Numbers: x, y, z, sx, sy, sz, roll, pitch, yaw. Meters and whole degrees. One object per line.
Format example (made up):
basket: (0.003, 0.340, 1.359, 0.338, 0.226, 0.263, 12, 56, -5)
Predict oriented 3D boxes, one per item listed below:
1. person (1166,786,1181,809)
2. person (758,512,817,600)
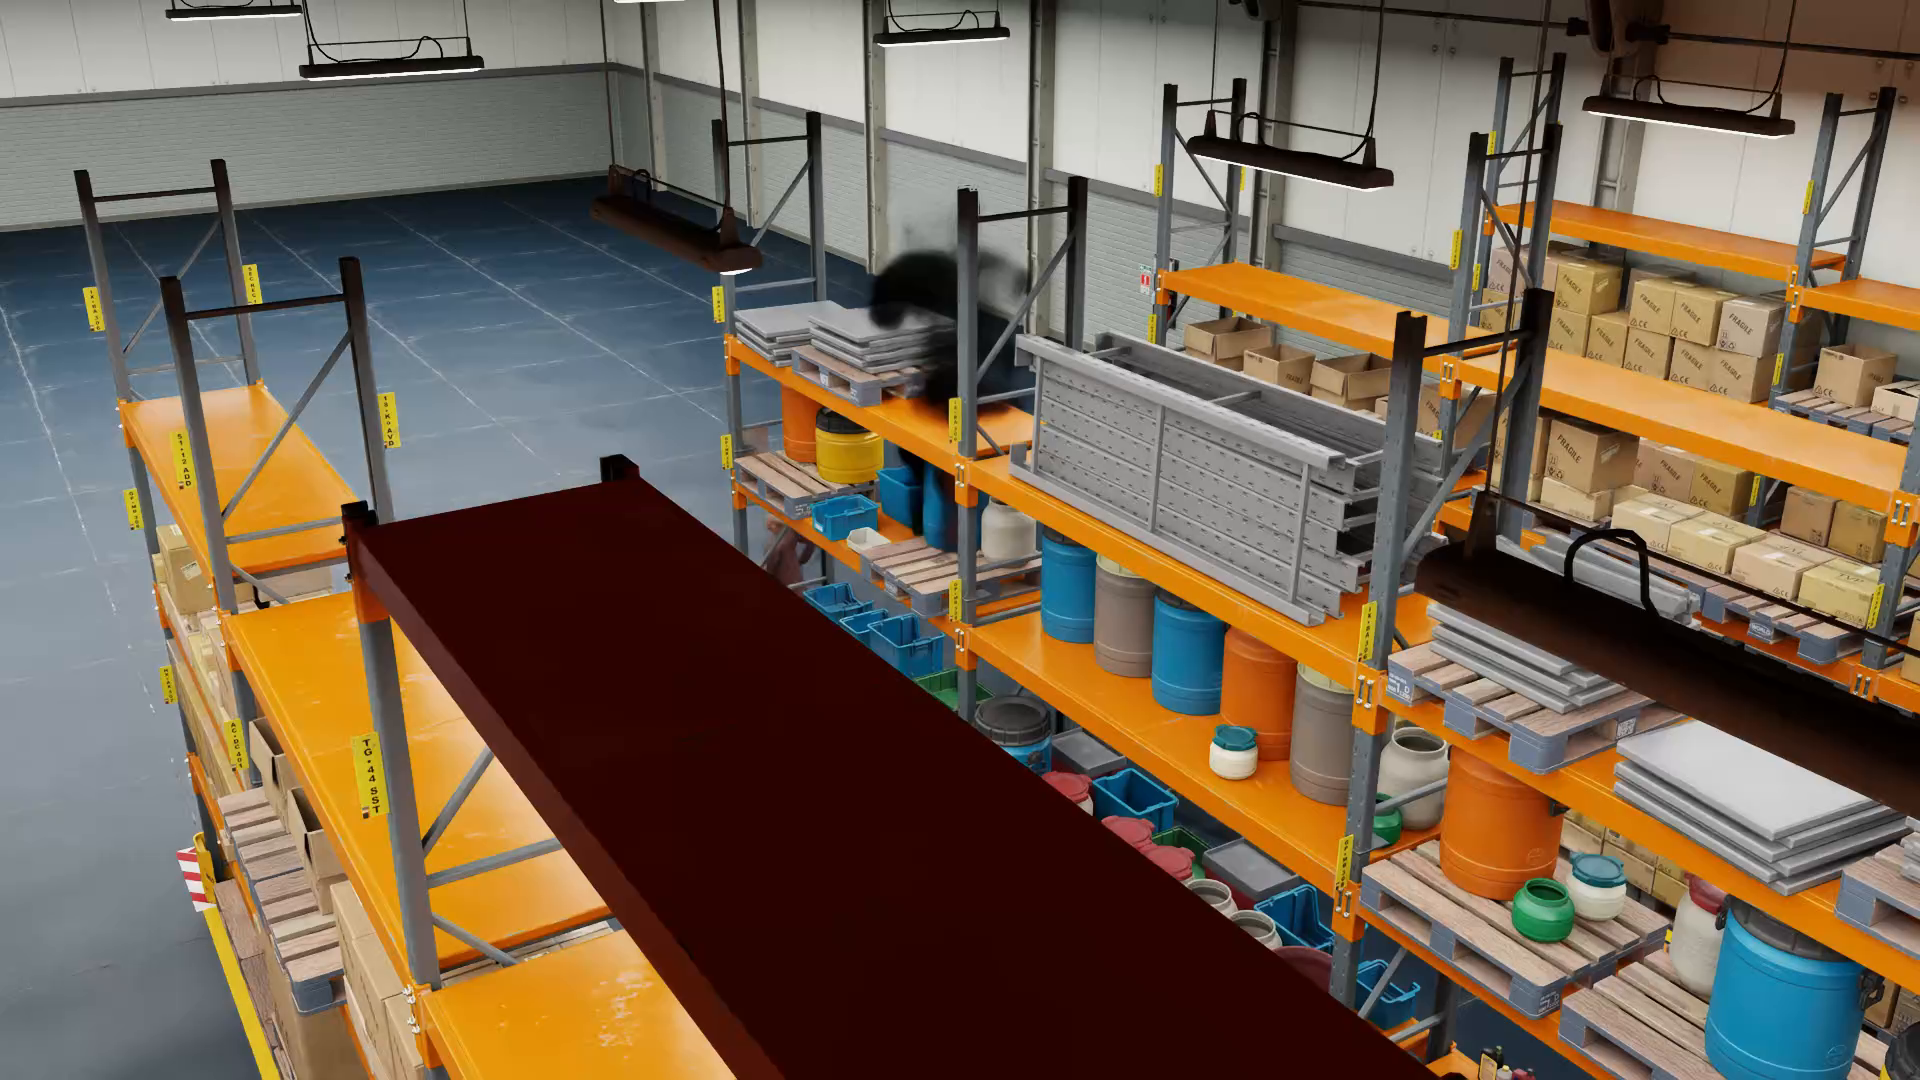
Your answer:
person: (2.126, 1.709, 14.723, 0.680, 1.751, 1.031, -18, 28, -38)
person: (-1.849, 0.505, 17.762, 0.983, 1.782, 0.711, 6, 23, 14)
